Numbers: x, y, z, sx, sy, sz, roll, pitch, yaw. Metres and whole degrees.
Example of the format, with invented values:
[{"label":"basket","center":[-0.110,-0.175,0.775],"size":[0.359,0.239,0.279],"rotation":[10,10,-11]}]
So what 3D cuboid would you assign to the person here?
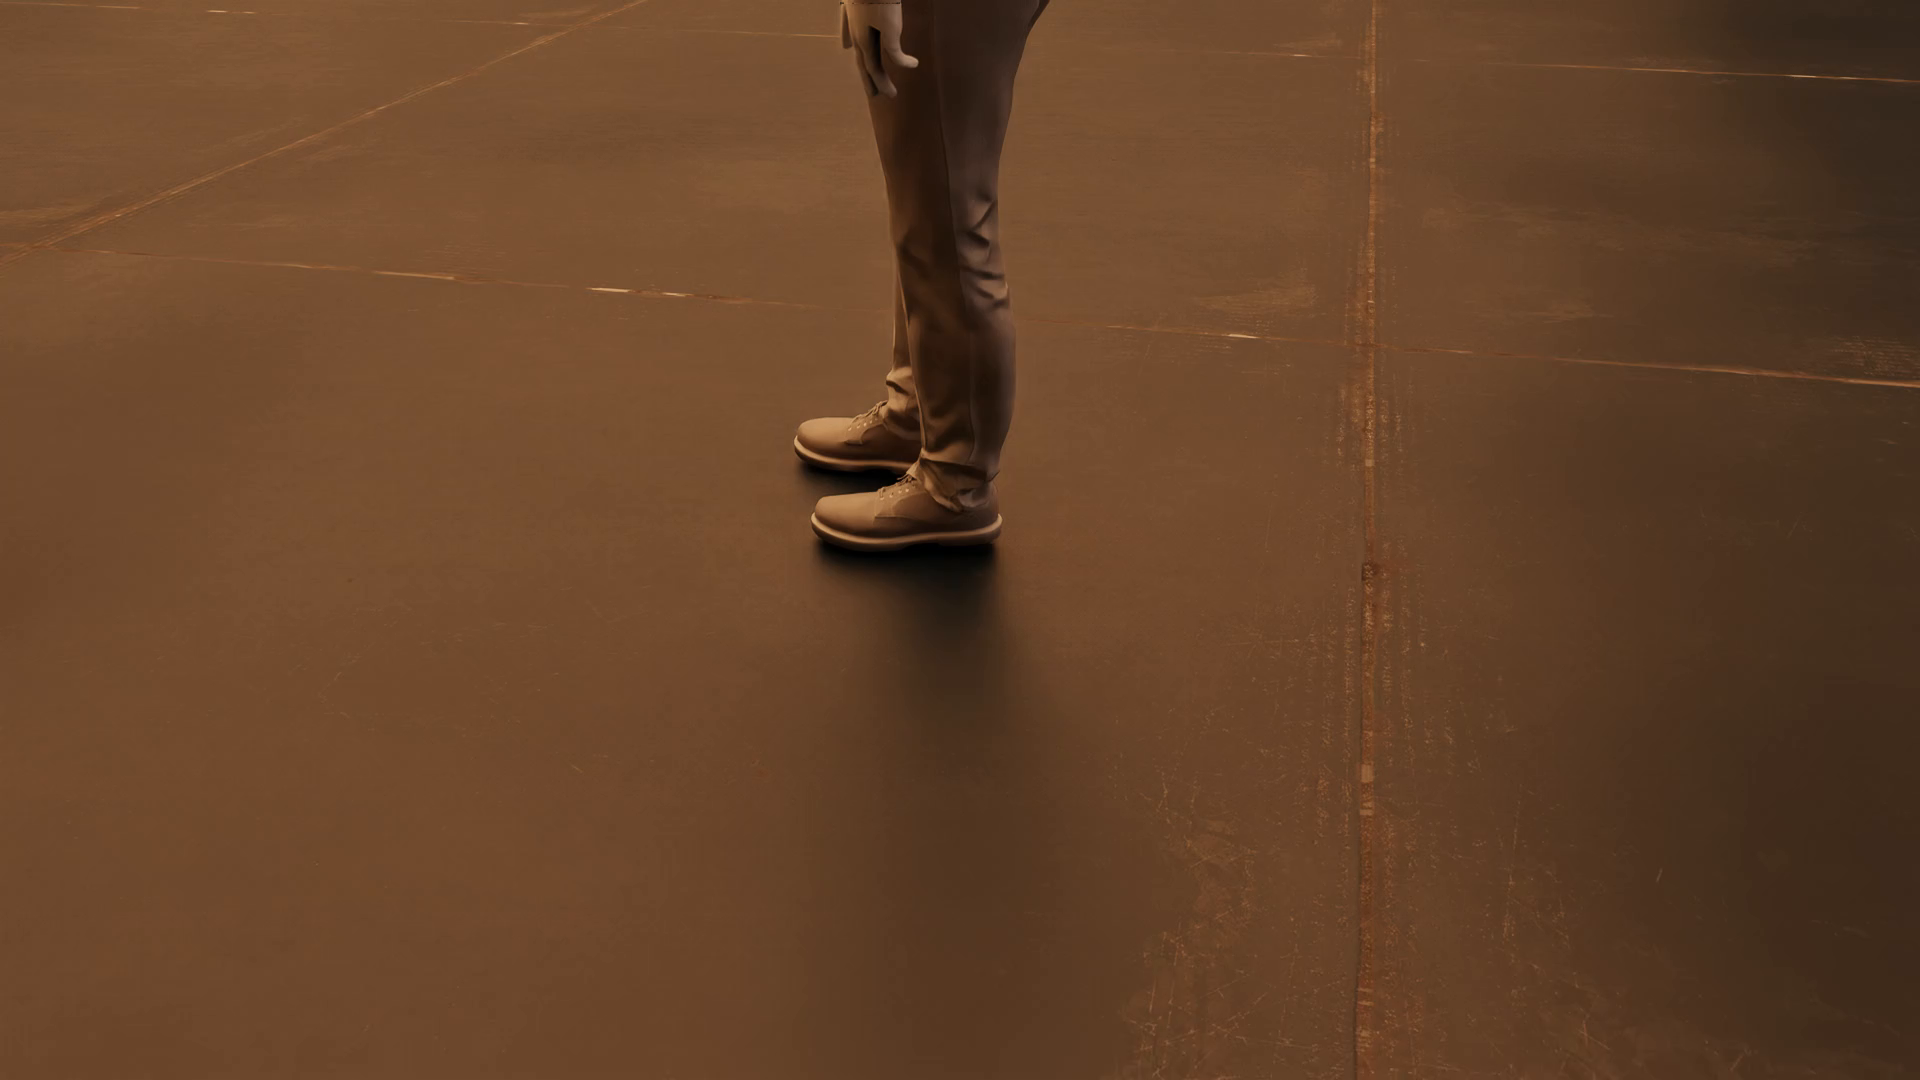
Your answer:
[{"label":"person","center":[-0.064,-0.772,2.134],"size":[0.534,1.696,0.587],"rotation":[6,27,11]}]
